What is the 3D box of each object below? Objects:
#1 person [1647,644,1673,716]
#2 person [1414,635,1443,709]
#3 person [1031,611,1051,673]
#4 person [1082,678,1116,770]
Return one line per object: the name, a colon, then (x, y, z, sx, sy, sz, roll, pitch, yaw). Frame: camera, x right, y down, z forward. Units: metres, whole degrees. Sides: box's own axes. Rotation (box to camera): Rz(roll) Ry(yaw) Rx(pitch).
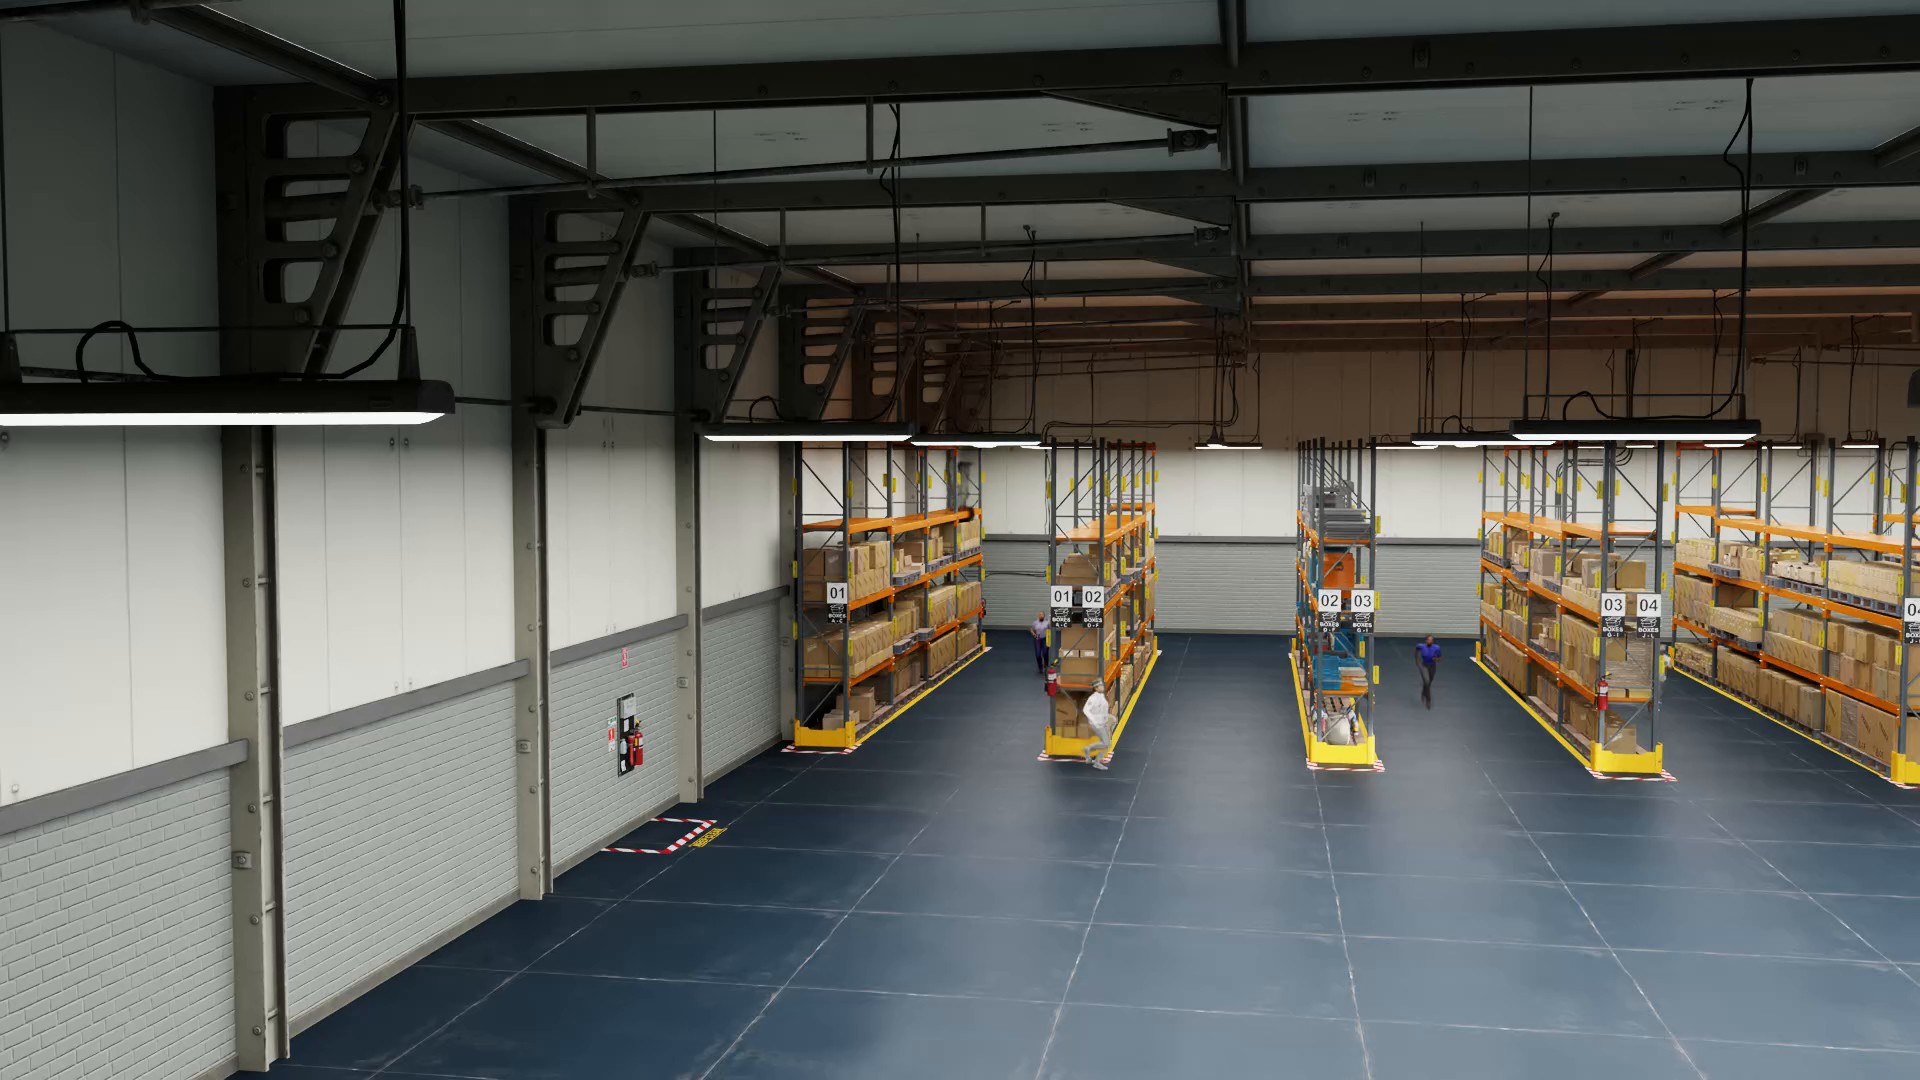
person: (14.913, 3.014, 35.604, 0.566, 1.640, 0.873, 0, 3, -1)
person: (10.534, 2.947, 37.478, 0.576, 1.653, 0.925, 0, 3, 0)
person: (2.104, 2.655, 43.065, 0.569, 1.588, 0.532, 0, 3, 7)
person: (2.507, 3.321, 30.046, 0.558, 1.657, 0.633, 2, 4, 31)
